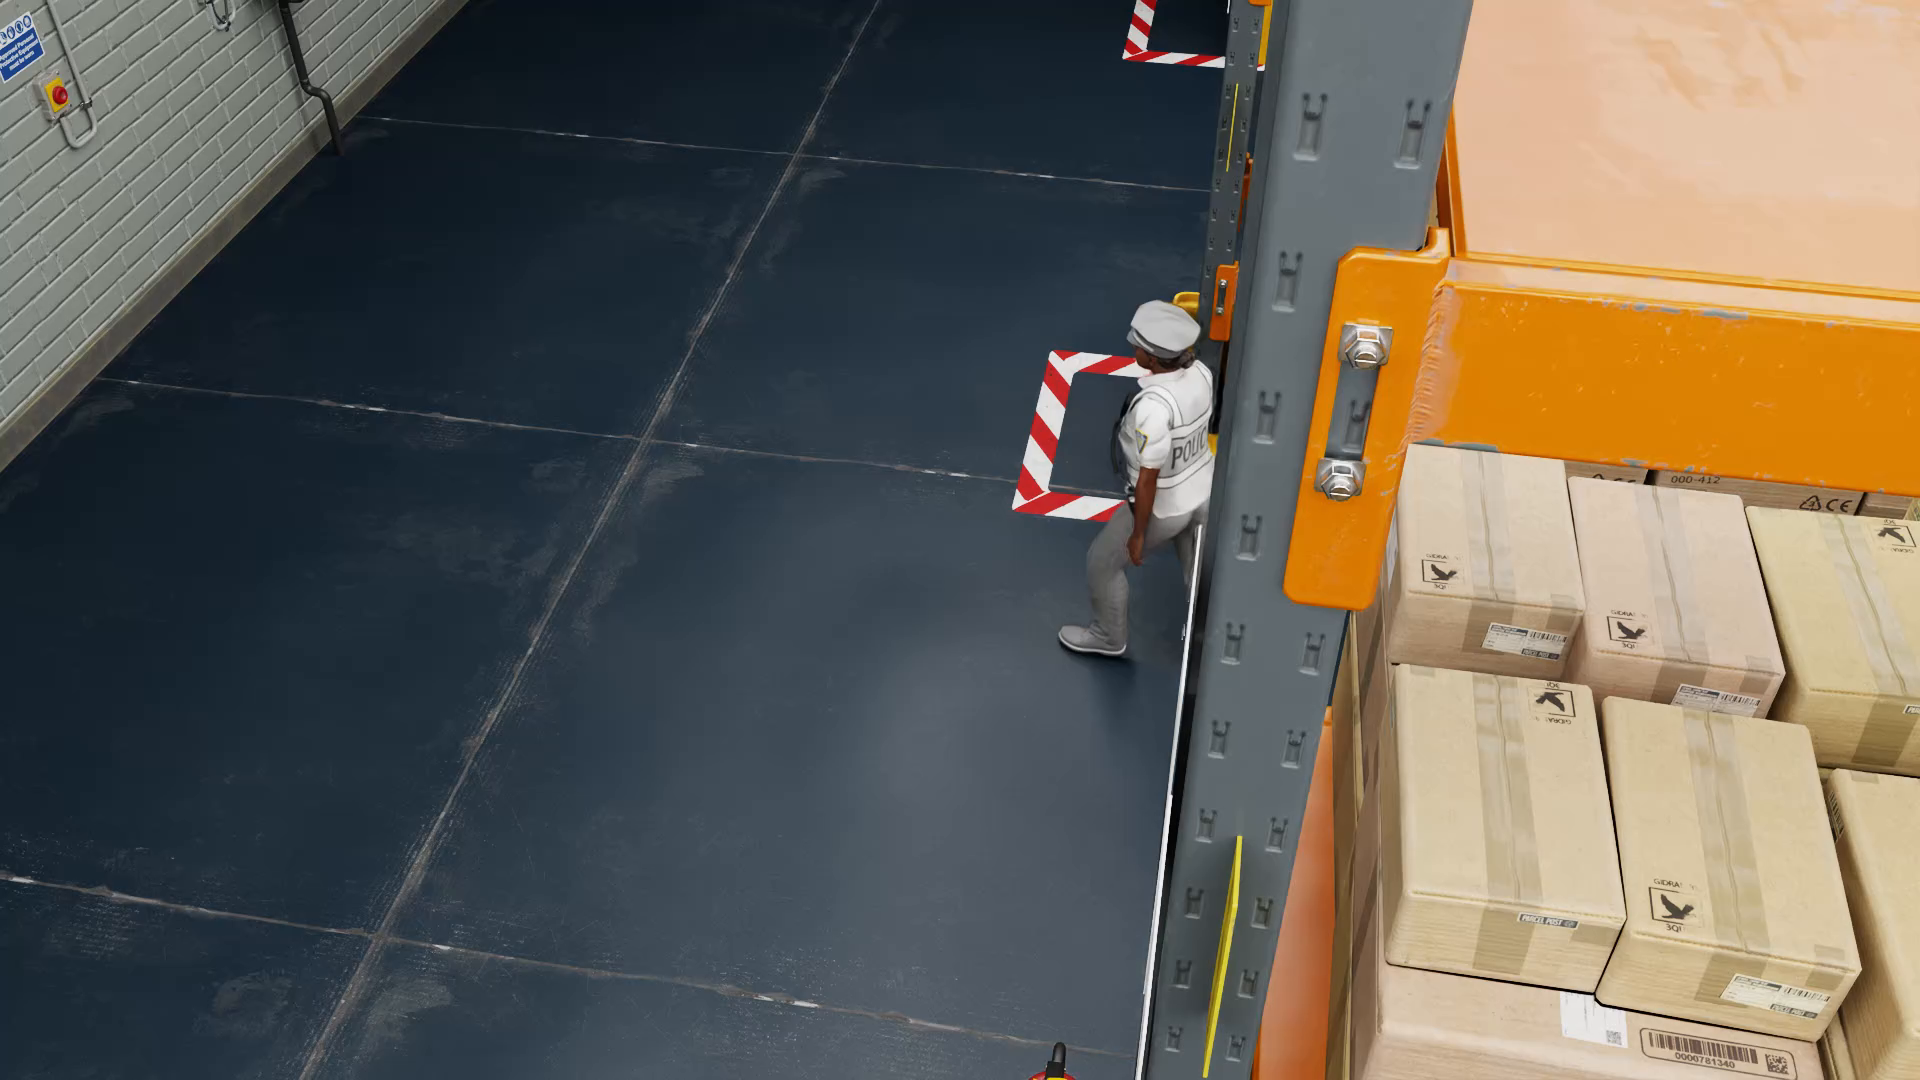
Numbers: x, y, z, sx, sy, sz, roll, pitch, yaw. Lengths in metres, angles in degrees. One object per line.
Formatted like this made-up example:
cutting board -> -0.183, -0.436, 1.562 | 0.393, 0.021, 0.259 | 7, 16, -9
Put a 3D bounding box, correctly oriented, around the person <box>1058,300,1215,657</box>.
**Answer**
person -> 0.804, -0.167, 6.571 | 0.618, 1.644, 0.553 | 33, 50, 32
